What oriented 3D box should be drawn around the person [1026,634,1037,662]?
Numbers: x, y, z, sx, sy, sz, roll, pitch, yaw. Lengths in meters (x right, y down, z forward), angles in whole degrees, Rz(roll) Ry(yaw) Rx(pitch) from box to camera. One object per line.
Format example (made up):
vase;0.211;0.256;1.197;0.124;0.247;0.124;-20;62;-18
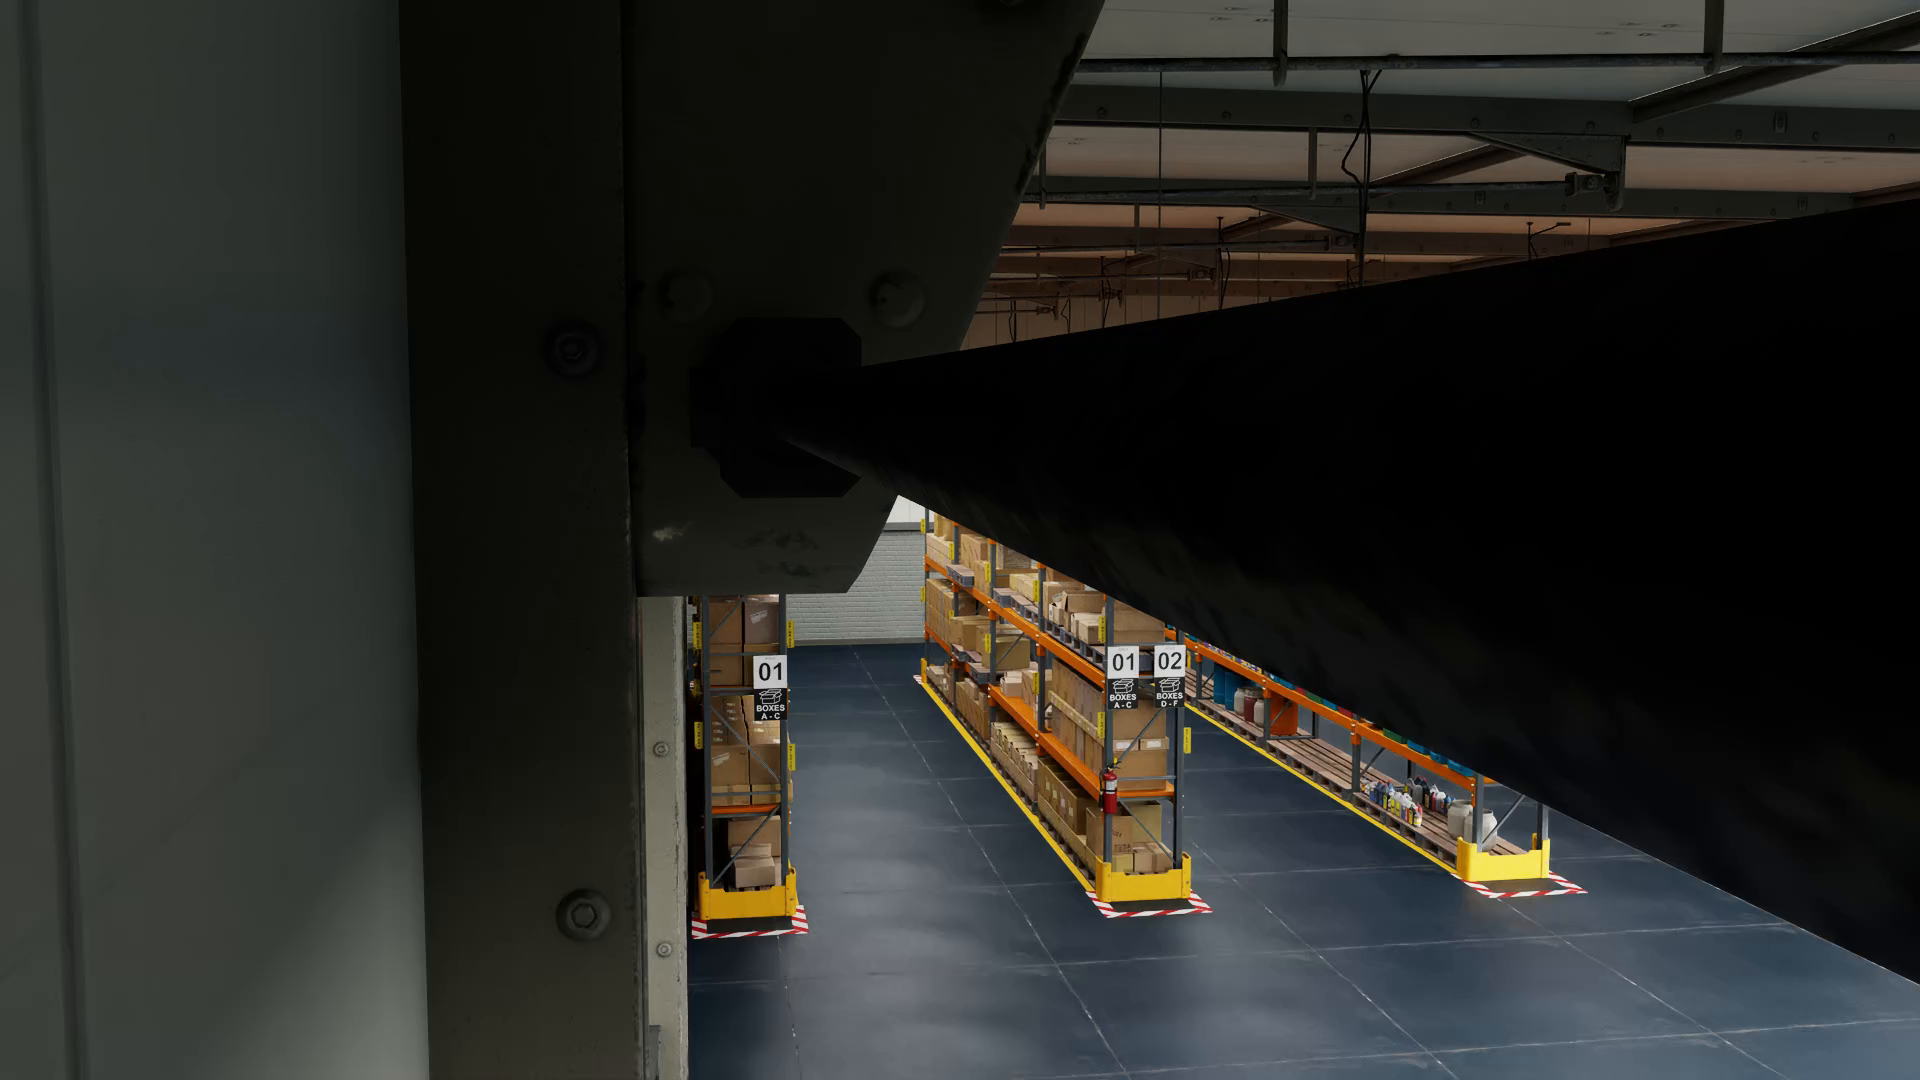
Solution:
person;1.623;2.330;36.606;0.701;1.629;0.658;-2;6;-26
